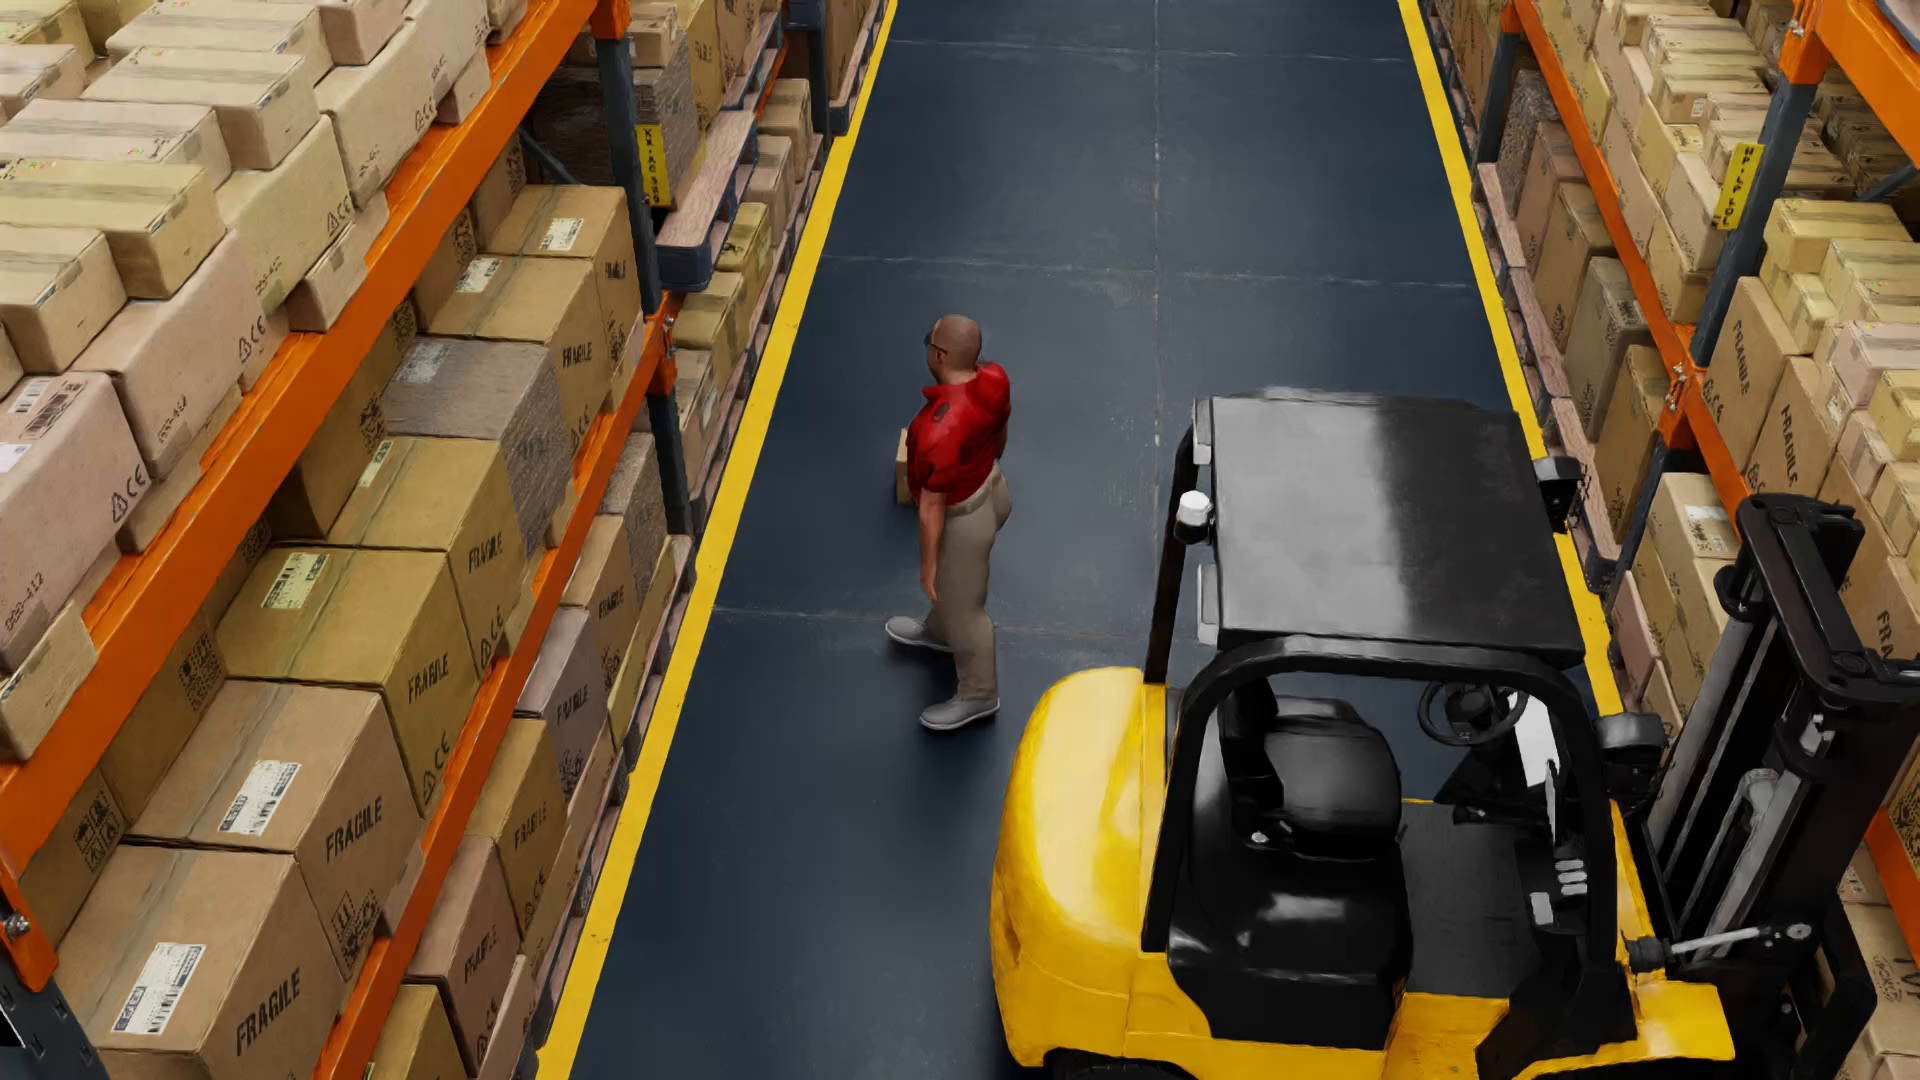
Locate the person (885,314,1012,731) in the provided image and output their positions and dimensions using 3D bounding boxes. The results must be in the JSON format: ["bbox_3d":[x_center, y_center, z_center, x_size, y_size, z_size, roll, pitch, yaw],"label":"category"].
[{"bbox_3d":[-0.071,-0.129,6.290,0.605,1.725,0.733,15,42,17],"label":"person"}]
